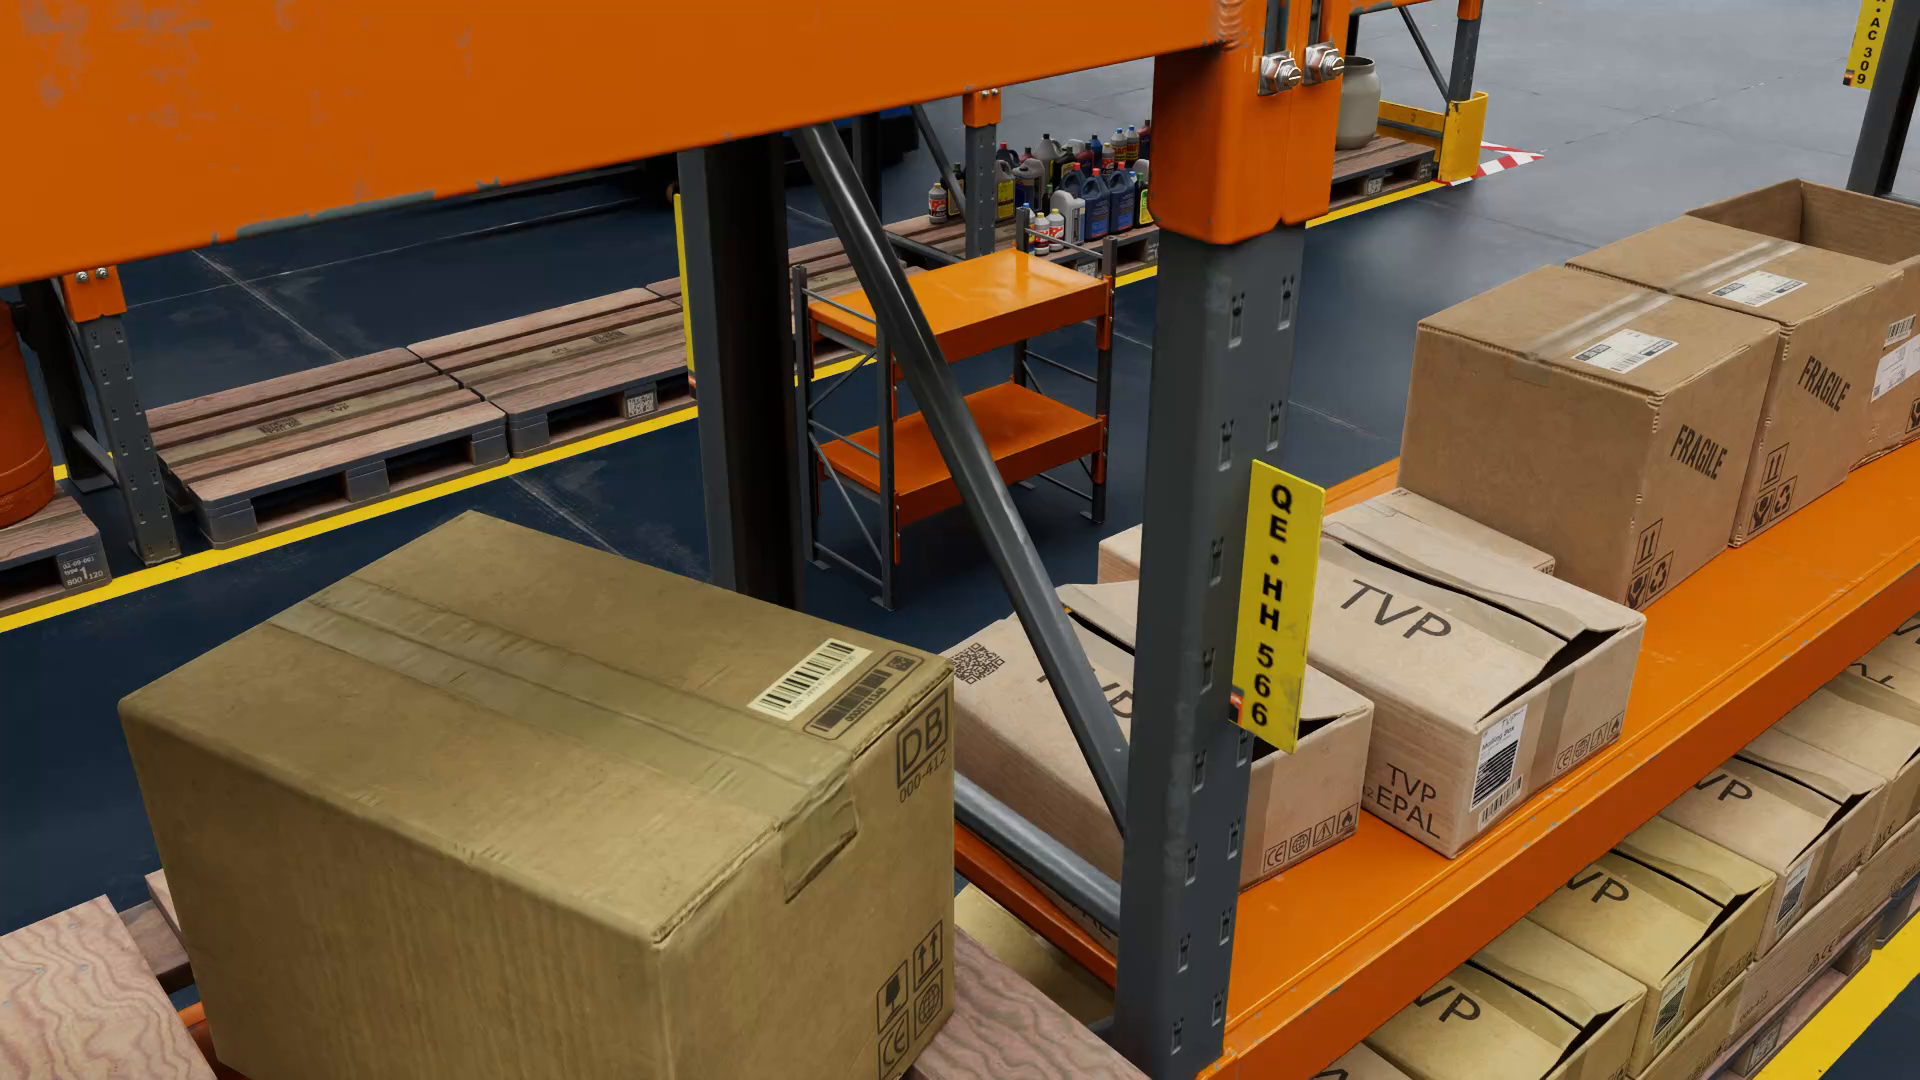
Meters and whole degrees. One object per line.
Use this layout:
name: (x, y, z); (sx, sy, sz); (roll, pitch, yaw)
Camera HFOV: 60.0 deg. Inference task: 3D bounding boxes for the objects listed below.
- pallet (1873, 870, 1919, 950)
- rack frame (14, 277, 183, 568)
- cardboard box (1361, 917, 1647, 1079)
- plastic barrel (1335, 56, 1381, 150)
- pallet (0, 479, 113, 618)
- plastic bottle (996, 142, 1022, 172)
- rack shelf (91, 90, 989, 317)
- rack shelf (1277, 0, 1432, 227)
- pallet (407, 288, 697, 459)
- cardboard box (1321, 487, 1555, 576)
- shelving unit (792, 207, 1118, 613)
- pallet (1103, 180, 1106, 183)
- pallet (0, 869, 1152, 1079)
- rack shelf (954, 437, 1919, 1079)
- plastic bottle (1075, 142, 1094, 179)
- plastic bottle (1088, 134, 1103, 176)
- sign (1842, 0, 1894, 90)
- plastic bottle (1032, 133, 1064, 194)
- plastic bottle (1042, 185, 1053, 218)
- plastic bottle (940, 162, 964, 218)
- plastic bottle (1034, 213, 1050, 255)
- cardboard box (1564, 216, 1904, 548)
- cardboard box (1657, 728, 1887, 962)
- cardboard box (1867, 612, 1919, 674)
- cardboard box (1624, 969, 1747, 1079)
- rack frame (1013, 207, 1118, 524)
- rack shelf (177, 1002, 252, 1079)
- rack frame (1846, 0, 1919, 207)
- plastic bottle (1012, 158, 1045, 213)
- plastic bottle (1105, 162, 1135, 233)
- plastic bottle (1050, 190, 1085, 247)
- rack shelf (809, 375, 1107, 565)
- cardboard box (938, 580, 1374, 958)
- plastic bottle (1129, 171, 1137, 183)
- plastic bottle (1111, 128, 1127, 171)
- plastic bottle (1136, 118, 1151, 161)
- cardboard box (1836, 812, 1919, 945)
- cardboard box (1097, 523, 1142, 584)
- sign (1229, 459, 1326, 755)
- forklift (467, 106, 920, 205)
pallet: (2.483, 0.605, 4.894); (1.213, 0.211, 1.003); (-22, 35, -35)
rack frame: (-3.237, -1.418, 5.721); (0.127, 3.000, 1.000); (-22, 35, -35)
cardboard box: (0.958, 0.921, 3.221); (0.500, 0.311, 0.500); (-23, 36, -36)
plastic barrel: (2.398, -2.724, 10.359); (0.421, 0.512, 0.421); (0, 28, 0)
pallet: (-3.810, 0.068, 5.899); (1.213, 0.211, 1.003); (-22, 35, -35)
plastic bottle: (0.255, -2.026, 9.203); (0.185, 0.351, 0.144); (-24, 36, -37)
rack shelf: (-1.716, -1.712, 7.035); (4.000, 0.370, 1.077); (-22, 35, -35)
rack shelf: (1.496, -1.258, 3.002); (4.000, 0.370, 1.077); (-22, 35, -35)
pallet: (-1.695, -0.782, 7.490); (1.213, 0.211, 1.003); (-22, 35, -35)
cardboard box: (0.908, 0.060, 3.222); (0.250, 0.149, 0.380); (-19, 34, -31)
shelving unit: (-0.005, -0.494, 5.981); (1.048, 1.125, 0.538); (-22, 35, -35)
pallet: (1.272, -1.977, 9.726); (1.213, 0.211, 1.003); (-22, 35, -35)
pallet: (-0.495, 0.677, 2.005); (1.003, 0.211, 1.213); (-22, 35, -35)
rack shelf: (1.496, 0.065, 3.709); (4.000, 0.370, 1.077); (-22, 35, -35)
plastic bottle: (0.696, -2.106, 9.423); (0.133, 0.283, 0.061); (-22, 35, -35)
plastic bottle: (0.776, -2.216, 9.641); (0.097, 0.271, 0.097); (0, 28, 0)
sign: (2.656, -1.480, 4.833); (0.005, 0.325, 0.100); (-22, 35, -35)
plastic bottle: (0.500, -2.125, 9.388); (0.185, 0.351, 0.144); (-22, 35, -35)
plastic bottle: (0.491, -1.725, 8.710); (0.133, 0.283, 0.061); (-22, 35, -35)
plastic bottle: (-0.042, -1.903, 9.044); (0.133, 0.283, 0.061); (-20, 34, -33)
plastic bottle: (0.410, -1.573, 8.513); (0.097, 0.201, 0.097); (0, 28, 0)
cardboard box: (1.641, -0.365, 3.644); (0.500, 0.500, 0.500); (-22, 35, -35)
cardboard box: (1.738, 0.608, 3.806); (0.500, 0.311, 0.500); (-22, 35, -36)
cardboard box: (2.504, 0.304, 4.375); (0.500, 0.311, 0.500); (-21, 34, -34)
cardboard box: (1.337, 1.017, 3.637); (0.500, 0.250, 0.500); (-23, 36, -36)
rack frame: (0.382, -0.650, 6.272); (0.032, 1.125, 0.500); (-22, 35, -35)
rack shelf: (-1.547, 1.289, 1.420); (4.000, 0.370, 1.077); (-22, 35, -35)
rack frame: (3.018, -0.864, 4.685); (0.127, 3.000, 1.000); (-22, 35, -35)
plastic bottle: (0.370, -1.948, 9.135); (0.135, 0.276, 0.152); (-22, 35, -35)
plastic bottle: (0.833, -1.823, 8.823); (0.185, 0.351, 0.144); (-24, 36, -37)
plastic bottle: (0.561, -1.683, 8.640); (0.135, 0.276, 0.152); (-20, 34, -33)
rack shelf: (-0.005, -0.278, 6.096); (1.000, 0.278, 0.538); (-22, 35, -35)
cardboard box: (0.280, 0.303, 2.595); (0.500, 0.311, 0.500); (-19, 34, -32)
plastic bottle: (0.920, -1.847, 8.951); (0.097, 0.271, 0.097); (0, 28, 0)
plastic bottle: (0.930, -2.277, 9.757); (0.097, 0.271, 0.097); (0, 28, 0)
plastic bottle: (1.083, -2.356, 9.890); (0.133, 0.283, 0.061); (-21, 35, -34)
cardboard box: (2.116, 0.705, 4.220); (0.500, 0.250, 0.500); (-21, 35, -34)
cardboard box: (0.480, 0.096, 3.154); (0.250, 0.149, 0.380); (-22, 35, -35)
sign: (0.334, 0.075, 1.782); (0.005, 0.325, 0.100); (-22, 35, -35)
forklift: (-1.748, -3.564, 9.809); (3.031, 2.935, 1.130); (-20, 34, -32)
